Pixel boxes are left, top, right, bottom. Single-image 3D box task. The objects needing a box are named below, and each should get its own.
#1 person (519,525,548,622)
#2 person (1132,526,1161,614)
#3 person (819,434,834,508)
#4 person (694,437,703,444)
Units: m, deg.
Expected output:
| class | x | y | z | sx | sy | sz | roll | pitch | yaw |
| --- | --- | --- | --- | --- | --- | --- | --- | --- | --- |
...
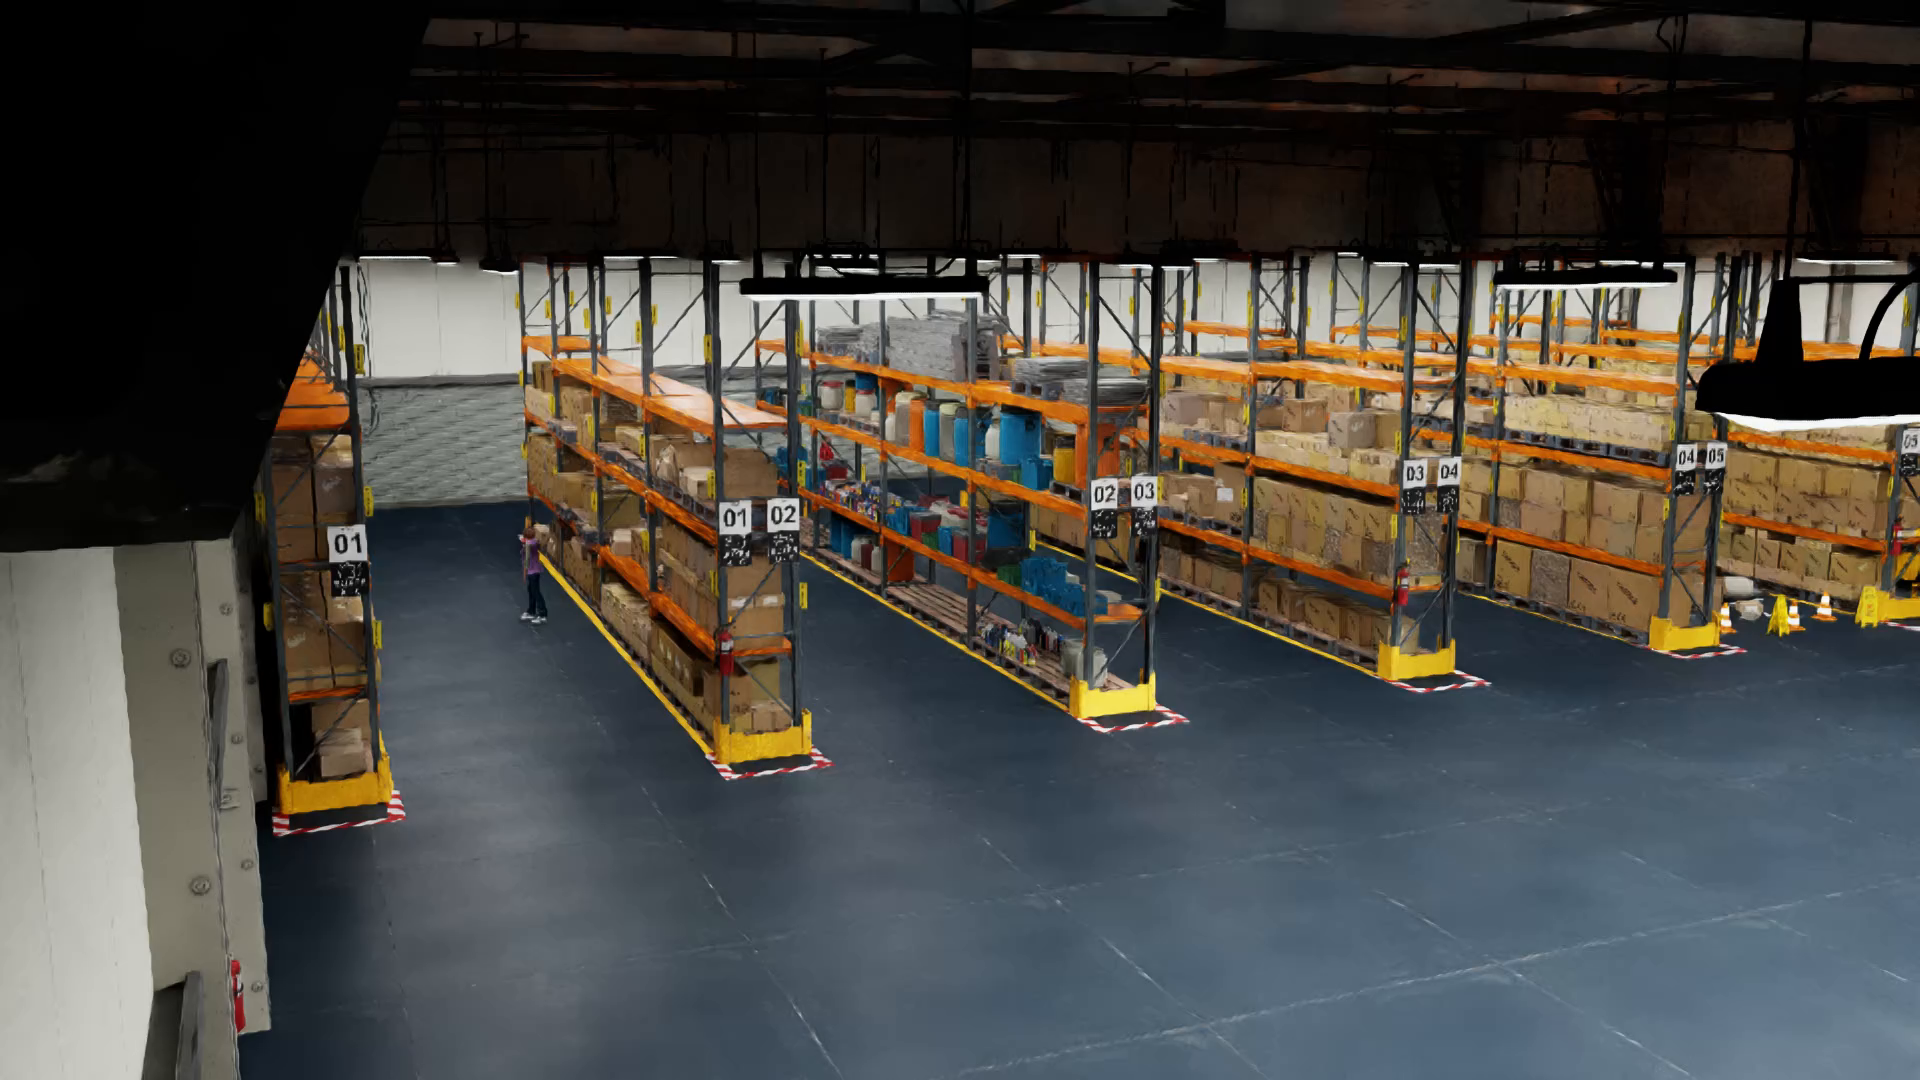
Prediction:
| class | x | y | z | sx | sy | sz | roll | pitch | yaw |
| --- | --- | --- | --- | --- | --- | --- | --- | --- | --- |
| person | -7.116 | 0.543 | 27.575 | 0.532 | 1.588 | 0.535 | 0 | 10 | 0 |
| person | 3.170 | 0.368 | 28.171 | 0.499 | 1.724 | 0.578 | 2 | 10 | 9 |
| person | -3.146 | -1.646 | 39.175 | 0.516 | 1.725 | 0.733 | 1 | 10 | 8 |
| person | -6.307 | -1.597 | 39.161 | 0.525 | 1.667 | 0.518 | 6 | 12 | 30 |
